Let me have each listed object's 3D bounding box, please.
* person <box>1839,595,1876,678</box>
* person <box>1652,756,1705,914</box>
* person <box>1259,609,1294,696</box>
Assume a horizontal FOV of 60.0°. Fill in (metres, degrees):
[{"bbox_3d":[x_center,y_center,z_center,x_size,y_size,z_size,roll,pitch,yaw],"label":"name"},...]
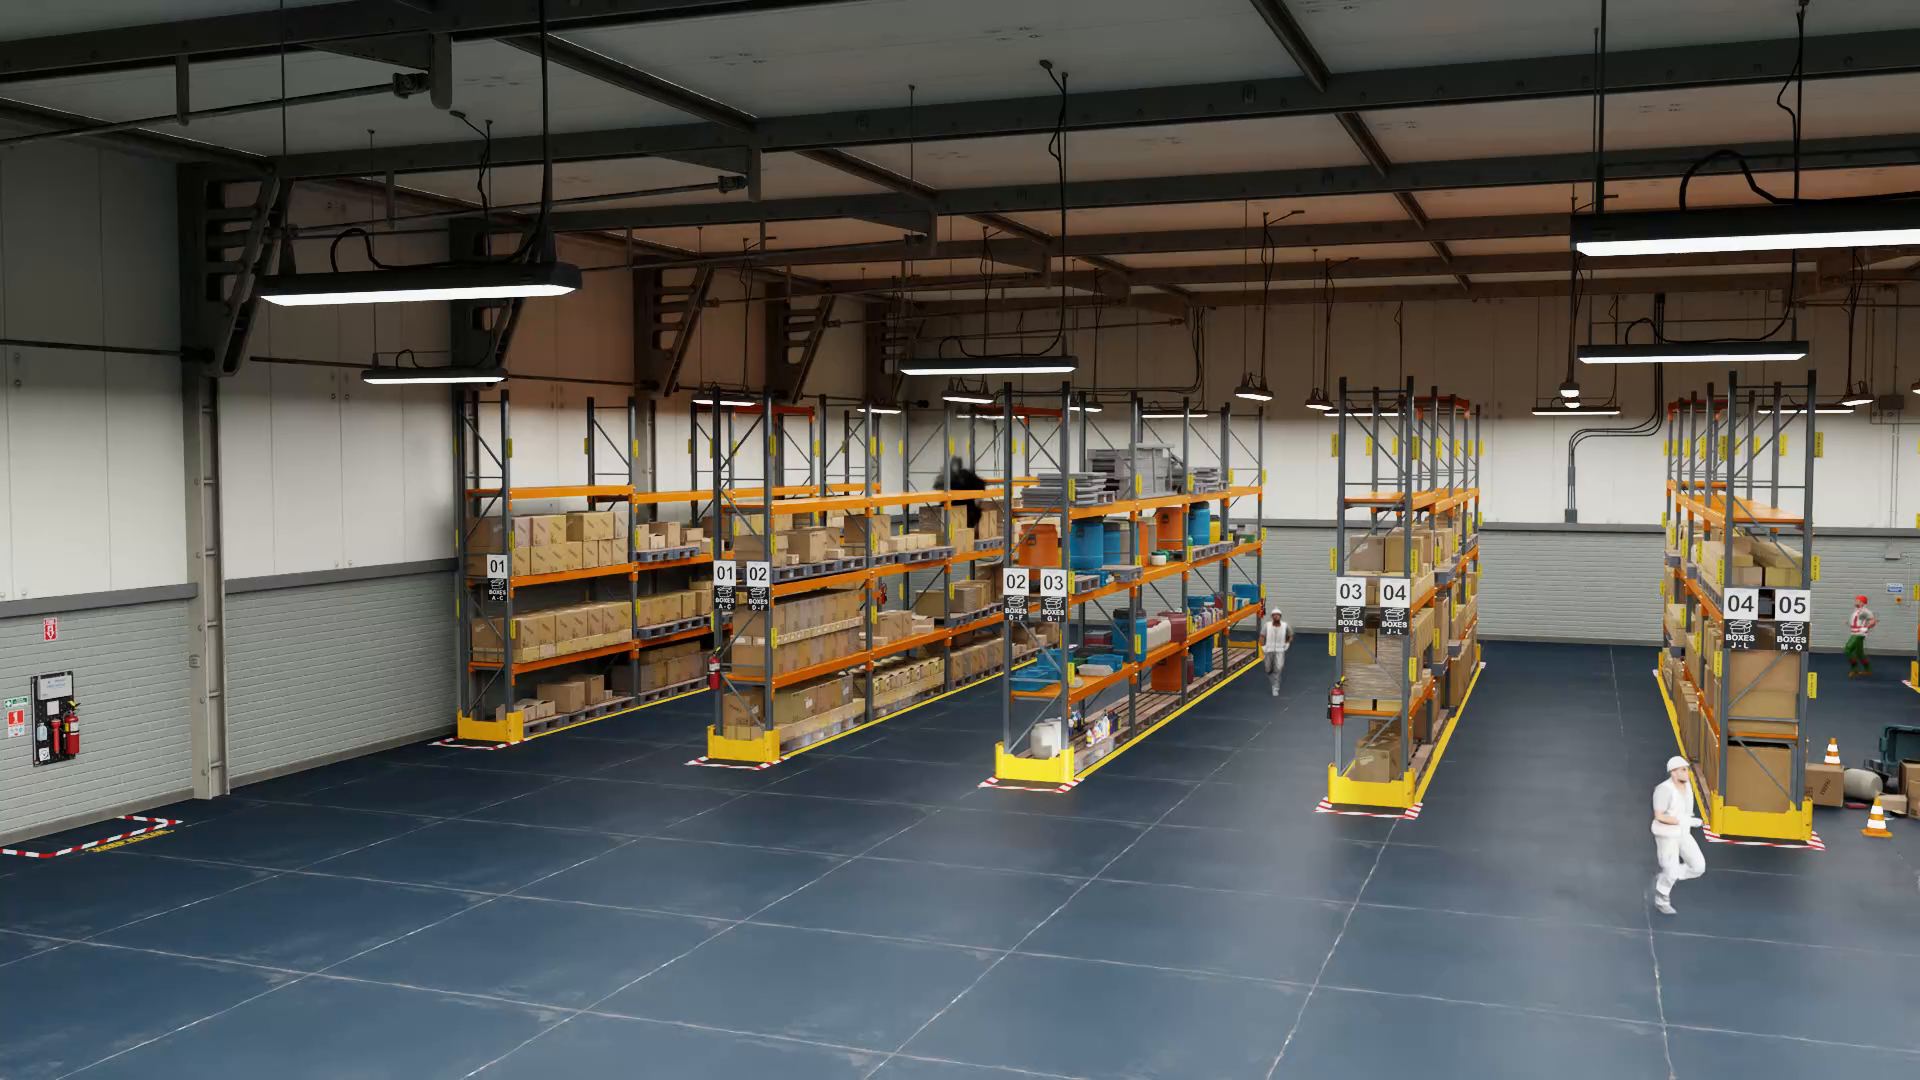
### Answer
[{"bbox_3d":[19.581,2.110,36.296,0.705,1.824,0.613,1,3,17],"label":"person"},{"bbox_3d":[7.657,3.154,17.685,0.707,1.728,0.657,-2,4,-28],"label":"person"},{"bbox_3d":[6.461,2.279,33.999,0.676,1.737,0.865,1,3,17],"label":"person"}]
